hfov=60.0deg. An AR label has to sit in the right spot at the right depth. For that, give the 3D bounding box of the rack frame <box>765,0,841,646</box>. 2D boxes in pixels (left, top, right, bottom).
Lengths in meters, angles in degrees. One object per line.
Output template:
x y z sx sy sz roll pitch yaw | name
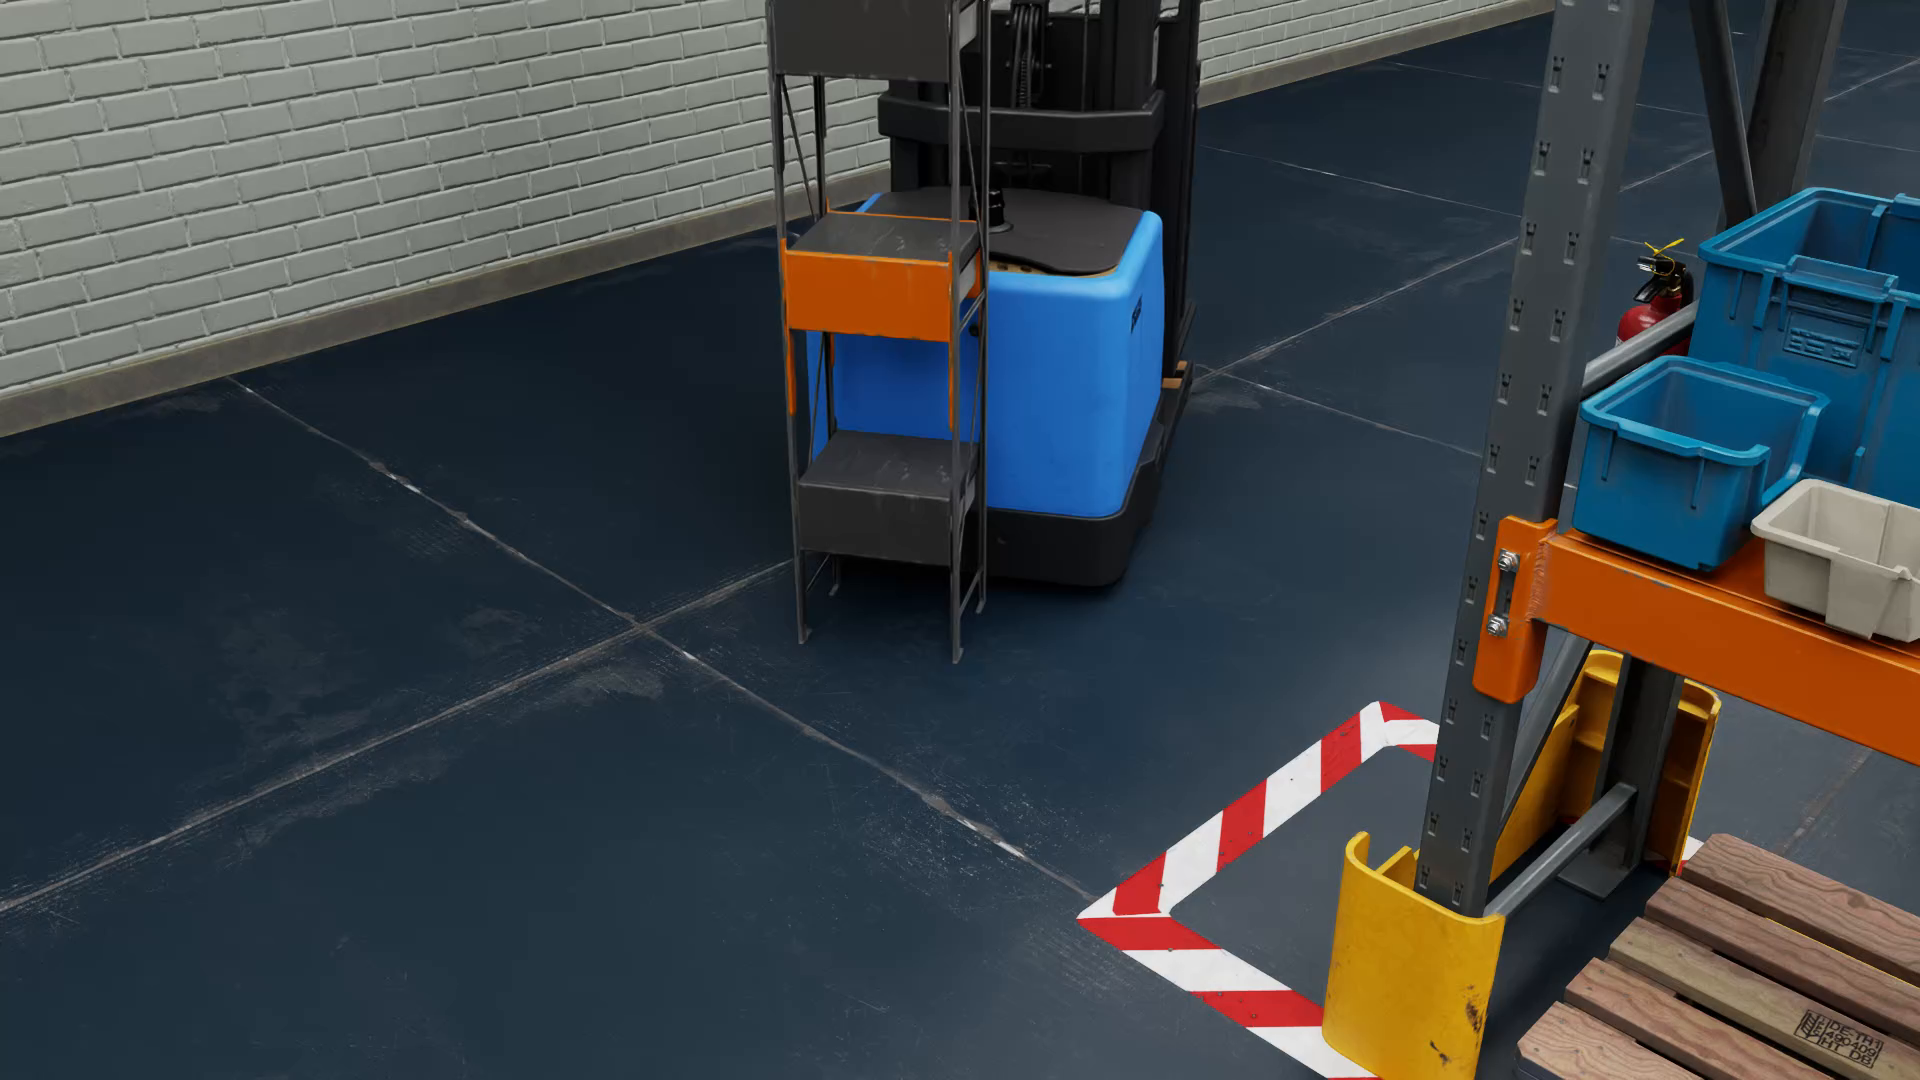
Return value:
-0.444 -0.693 4.811 0.015 2.100 0.400 6 28 12 | rack frame

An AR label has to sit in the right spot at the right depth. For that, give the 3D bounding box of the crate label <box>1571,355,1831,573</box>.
1.276 -0.132 2.894 0.303 0.233 0.416 25 36 38 | crate label

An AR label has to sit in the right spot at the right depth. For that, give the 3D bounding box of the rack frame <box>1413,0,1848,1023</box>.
1.331 -0.369 3.230 0.127 3.000 1.000 25 36 38 | rack frame

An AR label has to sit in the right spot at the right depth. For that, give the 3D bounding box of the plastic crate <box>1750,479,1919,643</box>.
1.447 0.043 2.665 0.298 0.136 0.250 25 36 38 | plastic crate

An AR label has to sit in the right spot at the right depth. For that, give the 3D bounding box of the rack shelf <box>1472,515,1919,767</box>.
2.757 0.602 2.156 4.000 0.370 1.077 25 36 38 | rack shelf

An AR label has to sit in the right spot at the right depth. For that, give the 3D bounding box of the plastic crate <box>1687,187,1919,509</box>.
1.701 -0.364 3.118 0.499 0.435 0.616 25 36 38 | plastic crate

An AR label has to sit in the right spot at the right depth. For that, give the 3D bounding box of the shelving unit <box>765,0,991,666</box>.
-0.207 -0.666 4.761 0.503 2.100 0.431 6 28 12 | shelving unit

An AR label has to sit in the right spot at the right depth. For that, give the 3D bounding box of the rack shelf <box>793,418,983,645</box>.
-0.207 -0.035 5.093 0.480 0.518 0.431 6 28 12 | rack shelf

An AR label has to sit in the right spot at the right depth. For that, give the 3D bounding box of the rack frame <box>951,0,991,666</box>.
0.031 -0.640 4.711 0.015 2.100 0.400 6 28 12 | rack frame

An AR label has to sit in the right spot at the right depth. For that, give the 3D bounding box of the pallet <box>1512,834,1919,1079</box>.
1.892 1.147 3.342 1.213 0.211 1.003 25 36 38 | pallet

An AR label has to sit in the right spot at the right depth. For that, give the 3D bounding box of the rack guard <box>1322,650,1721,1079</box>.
1.305 0.733 3.818 0.348 0.500 1.175 25 36 38 | rack guard

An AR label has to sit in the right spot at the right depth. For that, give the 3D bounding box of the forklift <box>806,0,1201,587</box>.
0.343 -1.816 6.054 1.130 2.935 3.031 6 28 12 | forklift

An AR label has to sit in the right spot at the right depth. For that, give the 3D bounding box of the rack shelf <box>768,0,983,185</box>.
-0.207 -1.274 4.441 0.480 0.518 0.431 6 28 12 | rack shelf

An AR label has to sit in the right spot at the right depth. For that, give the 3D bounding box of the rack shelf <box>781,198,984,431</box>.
-0.207 -0.654 4.767 0.480 0.518 0.431 6 28 12 | rack shelf

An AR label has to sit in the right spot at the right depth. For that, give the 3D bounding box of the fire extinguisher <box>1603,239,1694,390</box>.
1.542 -0.370 3.715 0.183 0.674 0.296 25 36 38 | fire extinguisher
